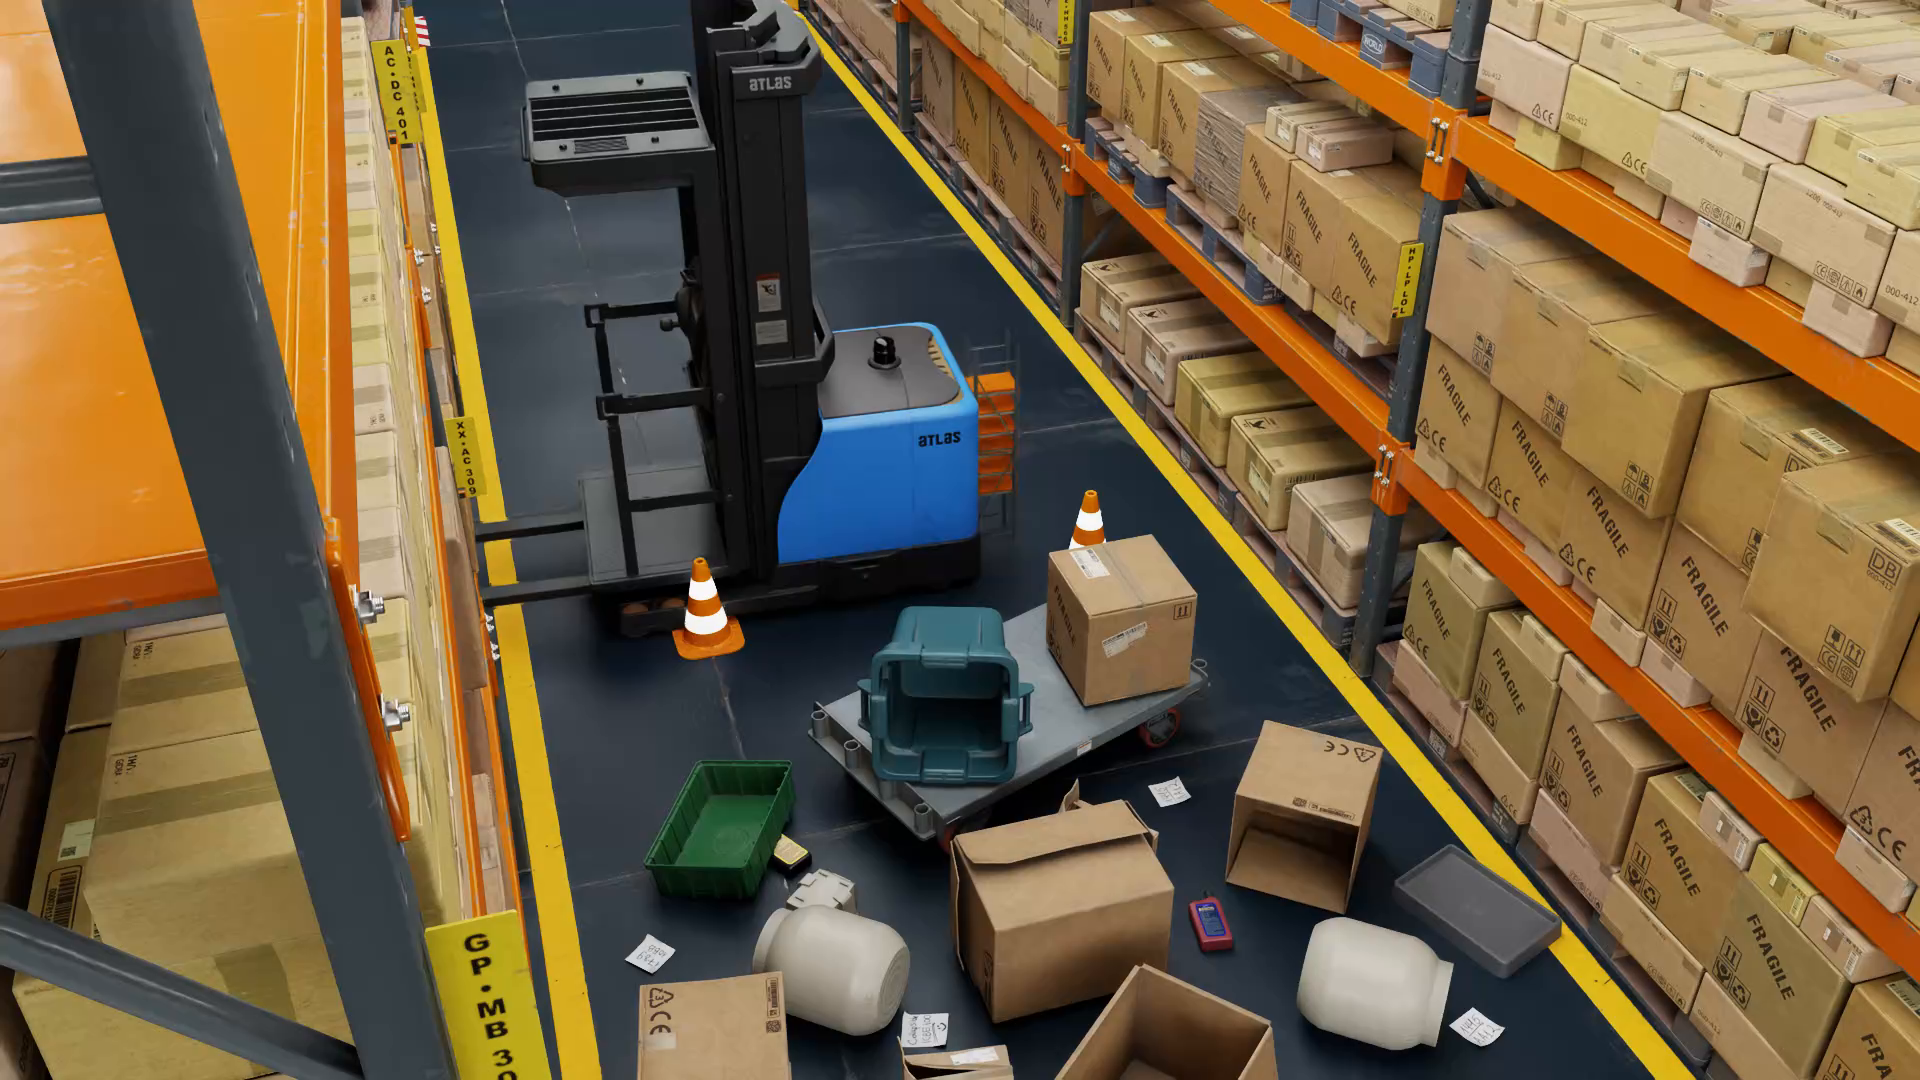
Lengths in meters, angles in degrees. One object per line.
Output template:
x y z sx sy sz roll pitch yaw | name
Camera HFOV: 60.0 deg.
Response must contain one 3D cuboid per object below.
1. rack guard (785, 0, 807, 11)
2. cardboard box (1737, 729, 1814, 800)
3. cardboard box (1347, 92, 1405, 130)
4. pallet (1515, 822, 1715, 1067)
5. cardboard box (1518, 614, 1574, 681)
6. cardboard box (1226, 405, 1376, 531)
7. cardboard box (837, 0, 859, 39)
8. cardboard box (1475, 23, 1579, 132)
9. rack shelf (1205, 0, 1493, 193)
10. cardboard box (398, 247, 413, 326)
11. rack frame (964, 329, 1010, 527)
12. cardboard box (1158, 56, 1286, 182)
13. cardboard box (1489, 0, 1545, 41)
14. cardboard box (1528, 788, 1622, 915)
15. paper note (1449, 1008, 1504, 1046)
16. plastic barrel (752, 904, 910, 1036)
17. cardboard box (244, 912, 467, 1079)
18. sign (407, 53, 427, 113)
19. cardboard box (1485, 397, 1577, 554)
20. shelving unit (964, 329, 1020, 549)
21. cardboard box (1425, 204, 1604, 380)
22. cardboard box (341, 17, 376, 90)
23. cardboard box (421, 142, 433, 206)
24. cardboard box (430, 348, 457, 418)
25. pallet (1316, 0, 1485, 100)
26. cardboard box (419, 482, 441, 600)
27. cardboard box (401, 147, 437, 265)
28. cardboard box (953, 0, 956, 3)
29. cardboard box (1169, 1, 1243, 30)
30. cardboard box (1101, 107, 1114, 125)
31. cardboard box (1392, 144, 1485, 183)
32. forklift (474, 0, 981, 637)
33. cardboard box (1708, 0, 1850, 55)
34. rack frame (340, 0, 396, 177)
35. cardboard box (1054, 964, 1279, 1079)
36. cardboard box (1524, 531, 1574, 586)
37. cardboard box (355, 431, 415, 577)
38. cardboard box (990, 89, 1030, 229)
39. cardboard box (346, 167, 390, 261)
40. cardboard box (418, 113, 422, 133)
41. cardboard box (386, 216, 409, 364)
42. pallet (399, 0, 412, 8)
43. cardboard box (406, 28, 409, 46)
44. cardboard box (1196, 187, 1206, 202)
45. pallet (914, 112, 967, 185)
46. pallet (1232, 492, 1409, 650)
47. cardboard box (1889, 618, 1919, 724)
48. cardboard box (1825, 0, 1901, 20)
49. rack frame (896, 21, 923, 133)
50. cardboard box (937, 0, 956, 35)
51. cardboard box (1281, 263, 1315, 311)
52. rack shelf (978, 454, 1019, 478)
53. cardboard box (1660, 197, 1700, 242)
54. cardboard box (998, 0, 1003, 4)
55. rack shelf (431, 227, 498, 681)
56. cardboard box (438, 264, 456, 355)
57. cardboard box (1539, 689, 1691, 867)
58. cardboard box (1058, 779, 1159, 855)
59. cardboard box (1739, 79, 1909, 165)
-1.275 -5.961 17.637 1.175 0.500 0.348 -10 35 -15 | rack guard
2.838 0.694 5.527 0.380 0.149 0.250 -10 35 -15 | cardboard box
2.157 -2.162 8.291 0.380 0.149 0.250 -8 34 -12 | cardboard box
3.007 1.460 6.668 1.003 0.211 1.213 -10 35 -15 | pallet
2.455 0.398 6.591 0.380 0.149 0.250 -9 34 -13 | cardboard box
2.008 -0.422 8.990 0.950 0.372 0.625 -8 34 -12 | cardboard box
-0.684 -5.289 16.296 0.875 0.438 0.875 -9 35 -13 | cardboard box
2.266 -1.727 6.108 0.500 0.250 0.500 -11 35 -16 | cardboard box
1.783 -2.693 8.355 1.077 0.370 4.000 -10 35 -15 | rack shelf
-1.640 -0.630 4.337 0.380 0.149 0.250 -10 35 -15 | cardboard box
0.138 -0.562 8.831 0.240 1.200 0.006 -8 34 -13 | rack frame
1.424 -2.307 9.099 0.500 0.500 0.500 -9 35 -14 | cardboard box
2.178 -1.950 6.084 0.380 0.149 0.250 -11 35 -16 | cardboard box
2.654 1.192 6.657 0.500 0.250 0.500 -10 35 -15 | cardboard box
1.950 1.835 6.264 0.142 0.019 0.148 -23 40 -31 | paper note
-0.483 1.607 6.254 0.512 0.421 0.421 13 36 18 | plastic barrel
-0.869 0.697 2.329 0.380 0.149 0.250 -10 35 -14 | cardboard box
-2.983 -2.484 9.058 0.100 0.325 0.005 -10 35 -15 | sign
2.437 -0.320 6.472 0.500 0.500 0.500 -10 35 -15 | cardboard box
0.162 -0.513 8.757 0.258 1.200 0.189 -8 34 -13 | shelving unit
2.321 -1.007 6.605 0.700 0.500 0.500 -10 35 -15 | cardboard box
-1.875 -1.364 4.724 0.380 0.149 0.250 -10 35 -15 | cardboard box
-4.265 -2.792 12.460 0.500 0.500 0.500 -11 35 -16 | cardboard box
-2.349 -0.434 6.914 0.500 0.500 0.500 -10 35 -14 | cardboard box
2.306 -2.206 7.137 1.213 0.211 1.003 -10 35 -15 | pallet
-1.254 0.034 3.332 0.380 0.149 0.250 -10 35 -15 | cardboard box
-3.117 -1.756 8.916 0.500 0.500 0.500 -10 35 -15 | cardboard box
0.133 -4.221 12.418 0.500 0.250 0.500 -10 35 -14 | cardboard box
1.576 -2.940 10.057 0.500 0.500 0.500 -11 35 -16 | cardboard box
1.095 -2.660 10.221 0.380 0.149 0.250 -12 35 -17 | cardboard box
2.370 -1.590 8.013 0.500 0.500 0.500 -10 35 -15 | cardboard box
-1.467 -1.057 8.011 3.031 2.935 1.130 -8 34 -11 | forklift
2.844 -1.766 5.804 0.380 0.149 0.250 -9 35 -14 | cardboard box
-2.290 -2.309 4.401 1.000 3.000 0.127 -10 35 -15 | rack frame
0.666 1.954 5.656 0.637 0.503 0.797 19 38 26 | cardboard box
2.462 0.027 6.536 0.380 0.149 0.250 -9 35 -13 | cardboard box
-1.099 -0.030 2.705 0.380 0.149 0.250 -10 35 -14 | cardboard box
0.773 -2.926 12.323 0.875 0.875 0.875 -10 35 -14 | cardboard box
-1.491 -0.701 3.721 0.380 0.149 0.250 -10 35 -15 | cardboard box
-4.536 -3.360 13.369 0.380 0.149 0.250 -8 34 -13 | cardboard box
-1.591 -0.592 3.918 0.500 0.250 0.500 -10 35 -15 | cardboard box
-3.264 -2.749 7.960 1.213 0.211 1.003 -8 34 -13 | pallet
-5.417 -4.733 15.716 0.380 0.149 0.250 -9 35 -13 | cardboard box
1.524 -1.951 9.149 0.380 0.149 0.250 -9 34 -13 | cardboard box
0.260 -3.336 13.926 1.003 0.211 1.213 -10 35 -15 | pallet
2.154 0.064 8.782 1.003 0.211 1.213 -10 35 -15 | pallet
3.102 0.327 4.586 0.700 0.500 0.500 -10 35 -14 | cardboard box
5.901 -3.453 10.895 0.380 0.149 0.250 -9 35 -13 | cardboard box
-0.047 -4.891 13.751 1.000 3.000 0.127 -10 35 -15 | rack frame
0.136 -4.010 12.554 0.500 0.250 0.500 -10 35 -15 | cardboard box
1.797 -1.256 8.097 0.380 0.149 0.250 -11 35 -16 | cardboard box
0.162 -0.376 8.848 0.258 0.103 0.180 -8 34 -13 | rack shelf
2.571 -1.094 5.512 0.380 0.149 0.250 -11 35 -16 | cardboard box
0.457 -4.008 11.416 0.500 0.500 0.500 -10 35 -15 | cardboard box
-2.900 -0.556 7.842 1.077 0.370 4.000 -10 35 -15 | rack shelf
-3.483 -1.452 10.433 0.500 0.500 0.500 -11 35 -17 | cardboard box
2.647 0.875 6.458 0.500 0.500 0.500 -8 34 -12 | cardboard box
0.597 1.238 6.955 0.396 0.266 0.258 19 38 26 | cardboard box
2.628 -1.276 5.063 0.380 0.149 0.250 -11 35 -15 | cardboard box
